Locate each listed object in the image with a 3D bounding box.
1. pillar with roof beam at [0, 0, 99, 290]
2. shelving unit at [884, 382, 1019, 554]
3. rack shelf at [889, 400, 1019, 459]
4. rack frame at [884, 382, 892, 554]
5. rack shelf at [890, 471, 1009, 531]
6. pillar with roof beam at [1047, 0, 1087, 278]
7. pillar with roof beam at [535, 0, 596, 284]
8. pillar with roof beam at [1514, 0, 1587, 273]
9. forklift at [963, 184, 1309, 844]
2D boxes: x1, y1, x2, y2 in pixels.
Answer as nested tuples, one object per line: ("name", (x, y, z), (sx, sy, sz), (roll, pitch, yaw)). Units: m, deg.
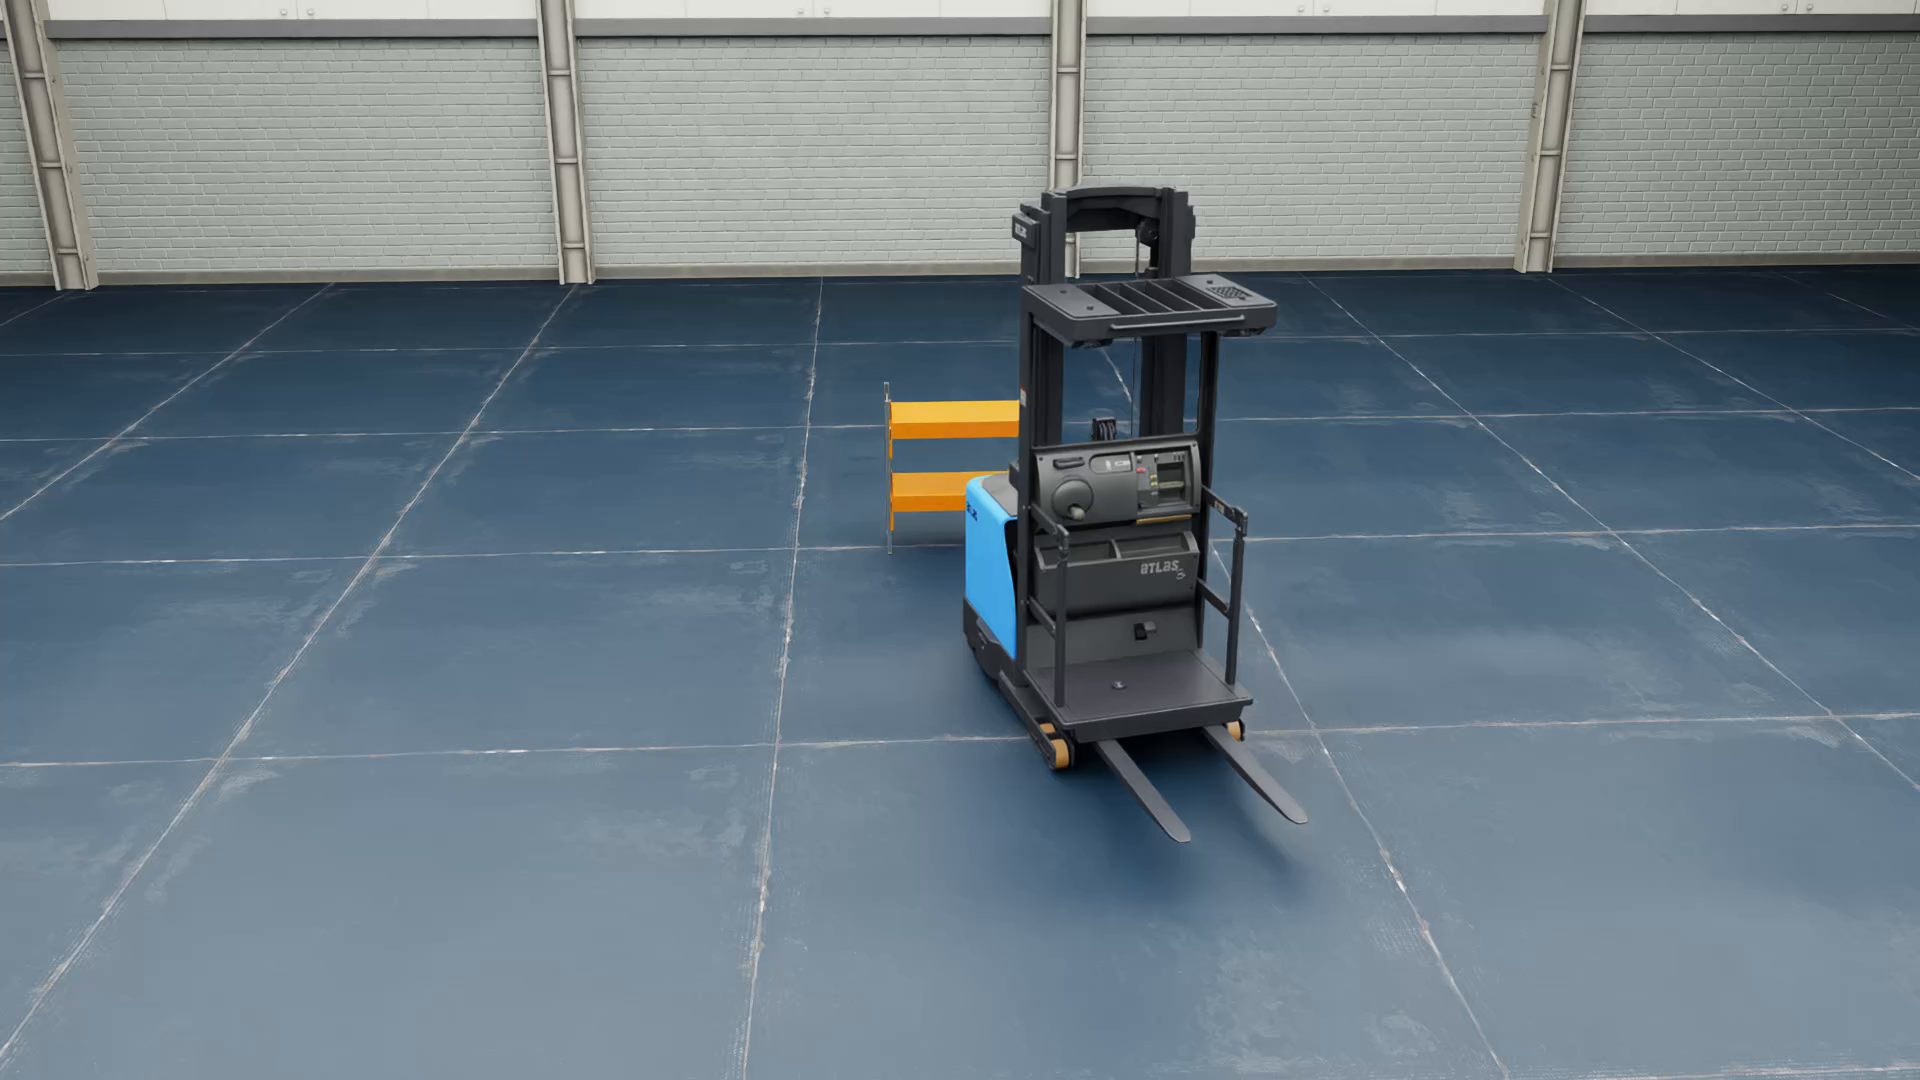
("pillar with roof beam", (-10.451, -5.741, 14.554), (0.400, 9.000, 9.100), (-1, 21, -3))
("shelving unit", (-0.007, -0.526, 11.920), (1.048, 1.125, 0.538), (-1, 21, -3))
("rack shelf", (-0.007, -0.799, 11.816), (1.000, 0.278, 0.538), (-1, 21, -3))
("rack frame", (-0.514, -0.515, 11.893), (0.032, 1.125, 0.500), (-1, 21, -3))
("rack shelf", (-0.007, -0.297, 12.007), (1.000, 0.278, 0.538), (-1, 21, -3))
("pillar with roof beam", (1.529, -5.985, 15.194), (0.400, 9.000, 9.100), (-1, 21, -3))
("pillar with roof beam", (-4.461, -5.863, 14.874), (0.400, 9.000, 9.100), (-1, 21, -3))
("pillar with roof beam", (7.519, -6.107, 15.514), (0.400, 9.000, 9.100), (-1, 21, -3))
("forklift", (0.923, -0.296, 8.779), (1.130, 2.935, 3.031), (-6, 22, -15))
